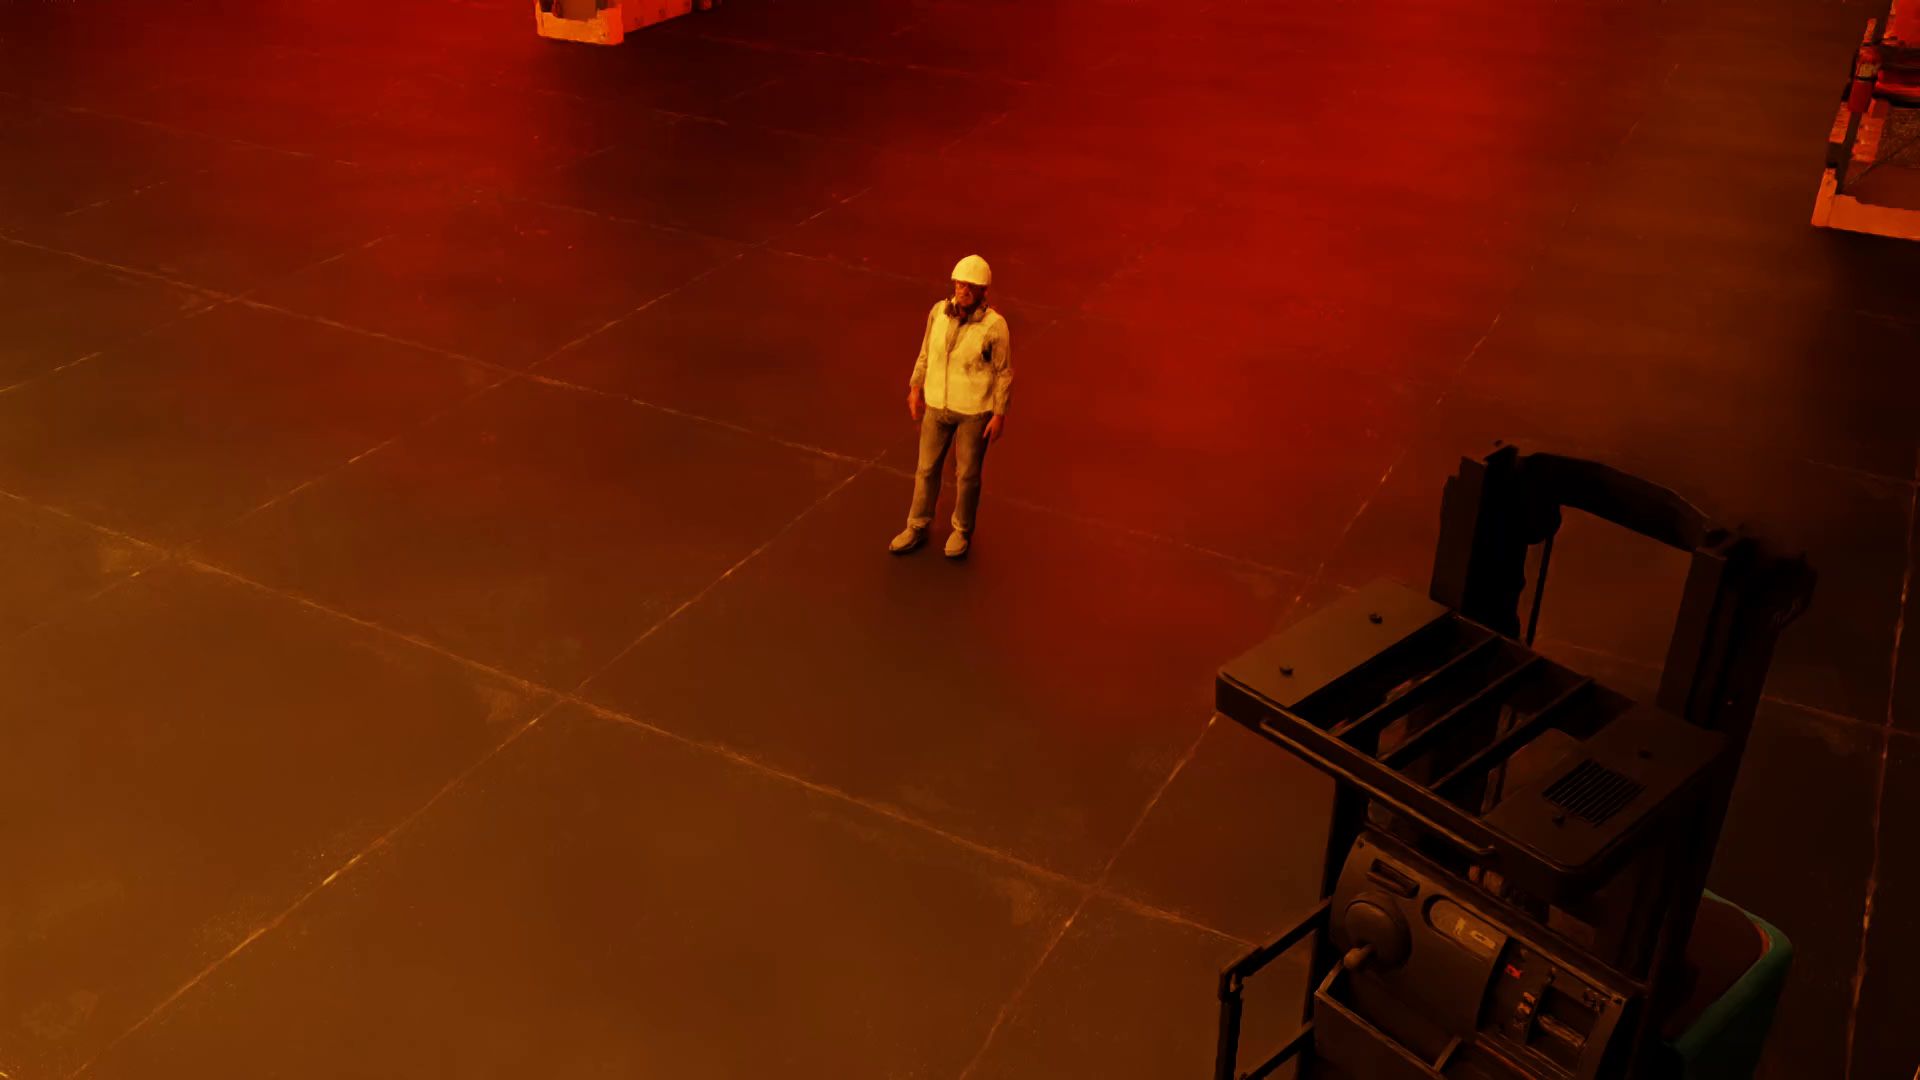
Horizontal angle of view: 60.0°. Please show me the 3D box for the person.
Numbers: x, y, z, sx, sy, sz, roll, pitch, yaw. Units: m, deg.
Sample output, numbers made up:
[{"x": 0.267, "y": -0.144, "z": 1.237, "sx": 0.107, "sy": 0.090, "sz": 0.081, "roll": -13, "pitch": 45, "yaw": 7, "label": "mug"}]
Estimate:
[{"x": -0.037, "y": -0.749, "z": 9.512, "sx": 0.632, "sy": 1.773, "sz": 0.567, "roll": 15, "pitch": 33, "yaw": 25, "label": "person"}]

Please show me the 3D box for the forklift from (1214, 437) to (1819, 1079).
[{"x": 1.367, "y": 1.289, "z": 4.837, "sx": 3.031, "sy": 2.935, "sz": 1.130, "roll": -24, "pitch": 37, "yaw": -35, "label": "forklift"}]
